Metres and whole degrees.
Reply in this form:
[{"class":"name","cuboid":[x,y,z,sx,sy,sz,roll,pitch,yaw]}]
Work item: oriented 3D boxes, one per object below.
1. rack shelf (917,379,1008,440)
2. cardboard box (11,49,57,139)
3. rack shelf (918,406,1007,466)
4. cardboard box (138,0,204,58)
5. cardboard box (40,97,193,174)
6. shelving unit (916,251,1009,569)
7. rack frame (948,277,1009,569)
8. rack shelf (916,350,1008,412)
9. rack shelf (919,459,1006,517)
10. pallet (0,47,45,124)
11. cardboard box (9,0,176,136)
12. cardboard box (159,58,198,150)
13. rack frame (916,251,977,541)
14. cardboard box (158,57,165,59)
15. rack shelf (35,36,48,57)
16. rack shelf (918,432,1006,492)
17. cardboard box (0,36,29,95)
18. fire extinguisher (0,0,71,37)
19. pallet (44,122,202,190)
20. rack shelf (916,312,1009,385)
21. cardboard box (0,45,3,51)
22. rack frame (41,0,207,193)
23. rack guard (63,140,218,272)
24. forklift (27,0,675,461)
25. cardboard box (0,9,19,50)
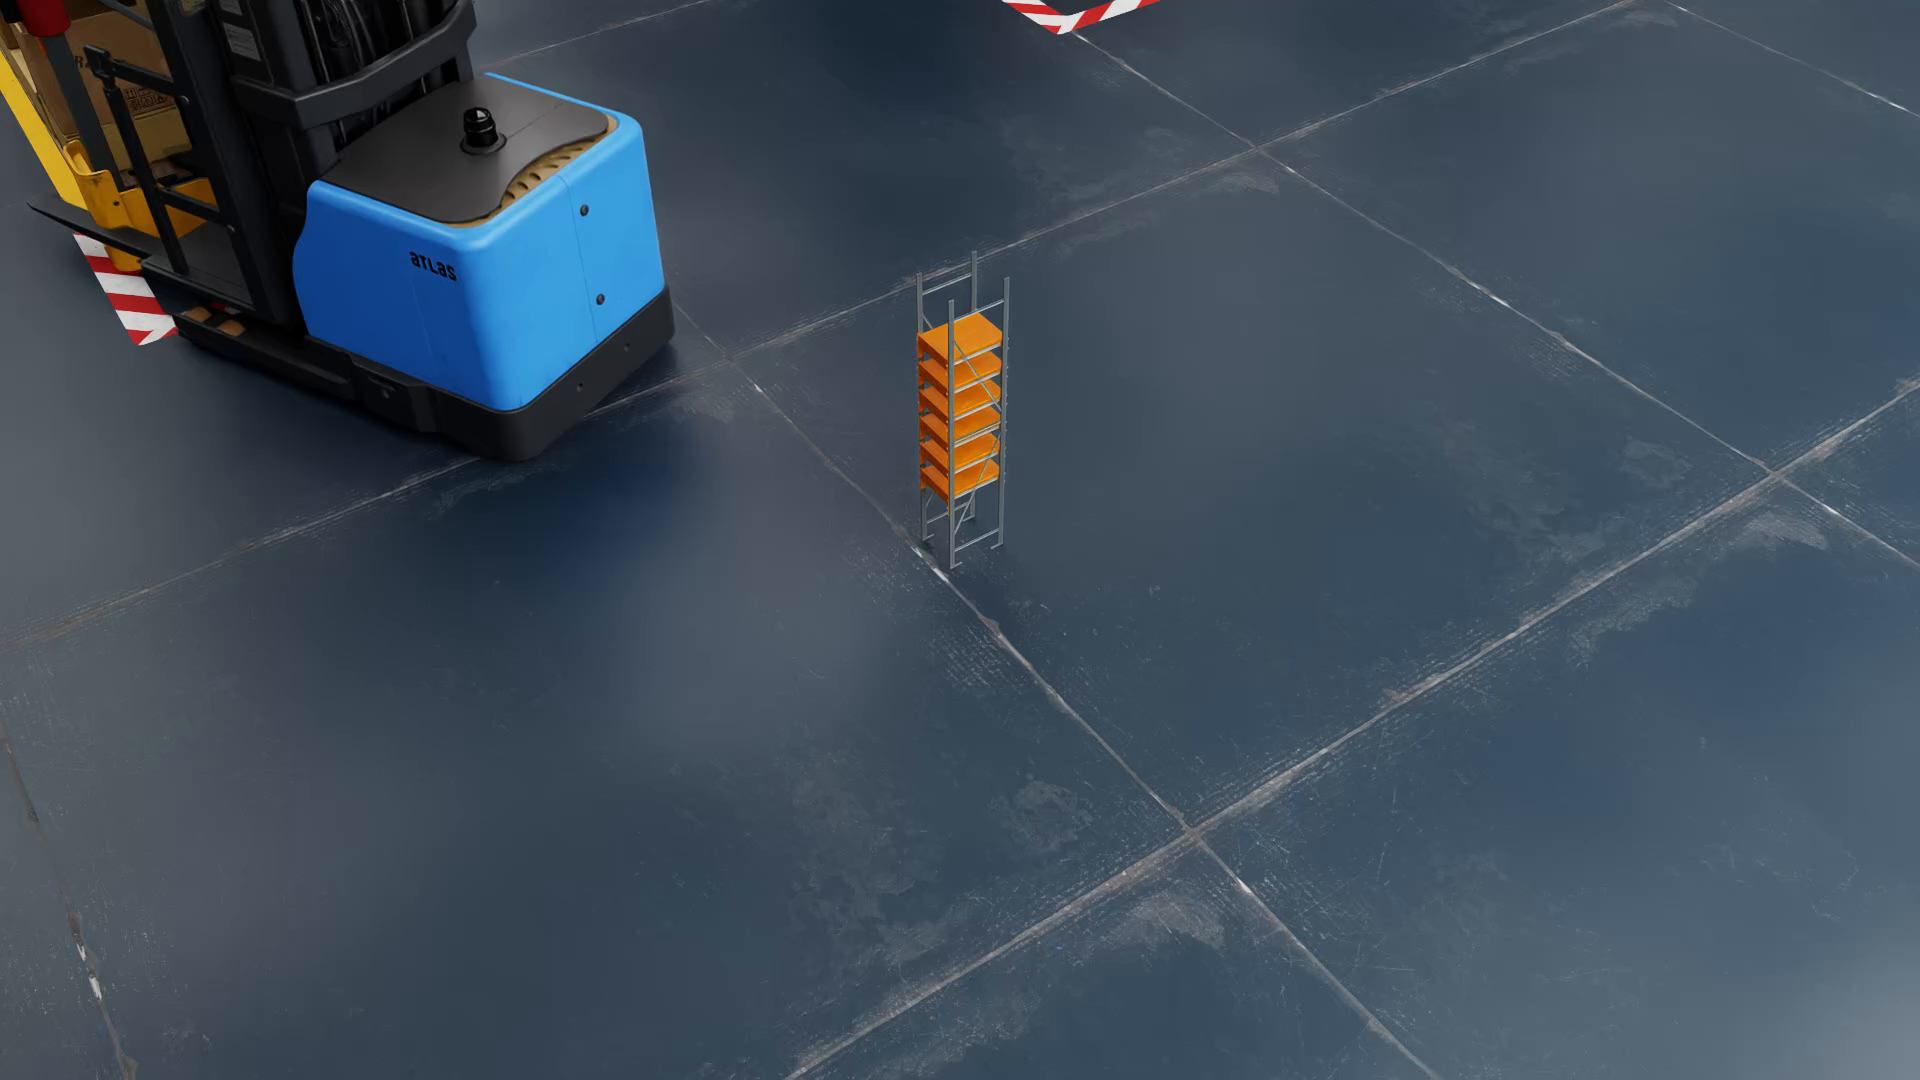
[{"class":"rack shelf","cuboid":[0.008,-0.480,5.775,0.258,0.103,0.180,-26,49,-24]},{"class":"cardboard box","cuboid":[-4.266,-2.244,8.116,0.500,0.250,0.500,-26,49,-24]},{"class":"rack shelf","cuboid":[0.008,-0.394,5.858,0.258,0.103,0.180,-26,49,-24]},{"class":"cardboard box","cuboid":[-3.833,-2.724,8.075,0.500,0.500,0.500,-26,49,-24]},{"class":"cardboard box","cuboid":[-3.970,-1.966,7.824,0.500,0.250,0.500,-26,49,-24]},{"class":"shelving unit","cuboid":[0.008,-0.426,5.827,0.258,1.200,0.189,-26,49,-24]},{"class":"rack frame","cuboid":[0.061,-0.374,5.773,0.240,1.200,0.006,-26,49,-24]},{"class":"rack shelf","cuboid":[0.008,-0.567,5.692,0.258,0.103,0.180,-26,49,-24]},{"class":"rack shelf","cuboid":[0.008,-0.220,6.024,0.258,0.103,0.180,-26,49,-24]},{"class":"pallet","cuboid":[-4.587,-2.720,8.946,1.003,0.211,1.213,-26,49,-24]},{"class":"cardboard box","cuboid":[-3.972,-2.236,7.564,0.500,0.500,0.500,-26,49,-24]},{"class":"cardboard box","cuboid":[-3.545,-2.170,8.038,0.500,0.250,0.500,-26,49,-24]},{"class":"rack frame","cuboid":[-0.044,-0.478,5.881,0.240,1.200,0.006,-26,49,-24]},{"class":"cardboard box","cuboid":[-3.835,-2.452,8.334,0.500,0.250,0.500,-26,49,-24]},{"class":"rack shelf","cuboid":[-4.565,-3.494,8.259,1.077,0.370,4.000,-26,49,-24]},{"class":"rack shelf","cuboid":[0.008,-0.307,5.941,0.258,0.103,0.180,-26,49,-24]},{"class":"cardboard box","cuboid":[-4.554,-2.527,8.412,0.500,0.250,0.500,-26,49,-24]},{"class":"fire extinguisher","cuboid":[-3.735,-2.343,6.588,0.296,0.674,0.183,-26,49,-24]},{"class":"pallet","cuboid":[-3.893,-2.030,8.223,1.003,0.211,1.213,-26,49,-24]},{"class":"rack shelf","cuboid":[0.008,-0.654,5.609,0.258,0.103,0.180,-26,49,-24]},{"class":"cardboard box","cuboid":[-4.838,-2.811,8.709,0.500,0.250,0.500,-26,49,-24]},{"class":"rack frame","cuboid":[-3.421,-2.622,6.824,1.000,3.000,0.127,-26,49,-24]},{"class":"rack guard","cuboid":[-3.407,-1.704,7.673,1.175,0.500,0.348,-26,49,-24]},{"class":"forklift","cuboid":[-2.749,-2.118,6.346,3.031,2.935,1.130,21,48,21]},{"class":"cardboard box","cuboid":[-4.556,-2.797,8.151,0.500,0.500,0.500,-26,49,-24]}]
